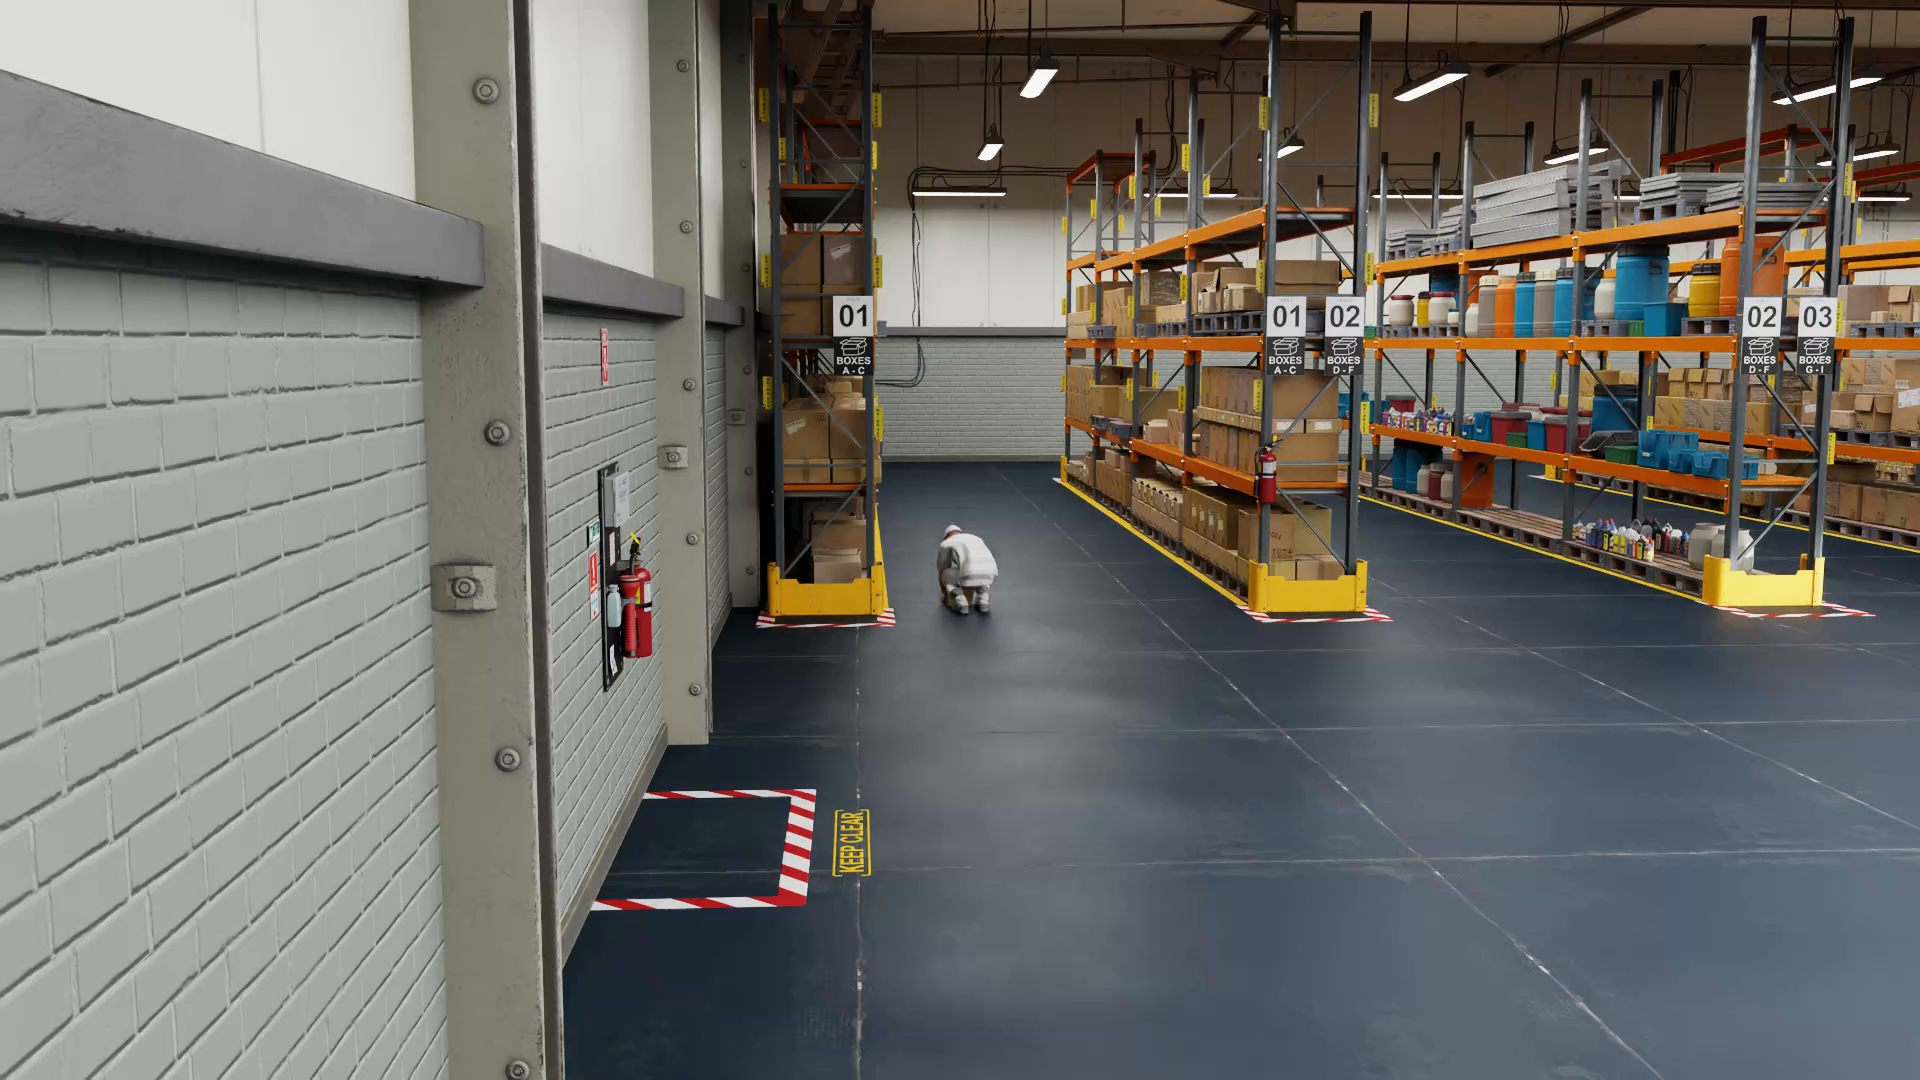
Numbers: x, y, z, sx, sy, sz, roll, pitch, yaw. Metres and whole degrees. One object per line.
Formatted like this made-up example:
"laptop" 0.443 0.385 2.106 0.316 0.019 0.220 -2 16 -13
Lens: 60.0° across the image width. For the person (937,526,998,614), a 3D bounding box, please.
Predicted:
"person" 0.067 0.320 17.145 0.551 0.877 0.908 -2 7 -17
